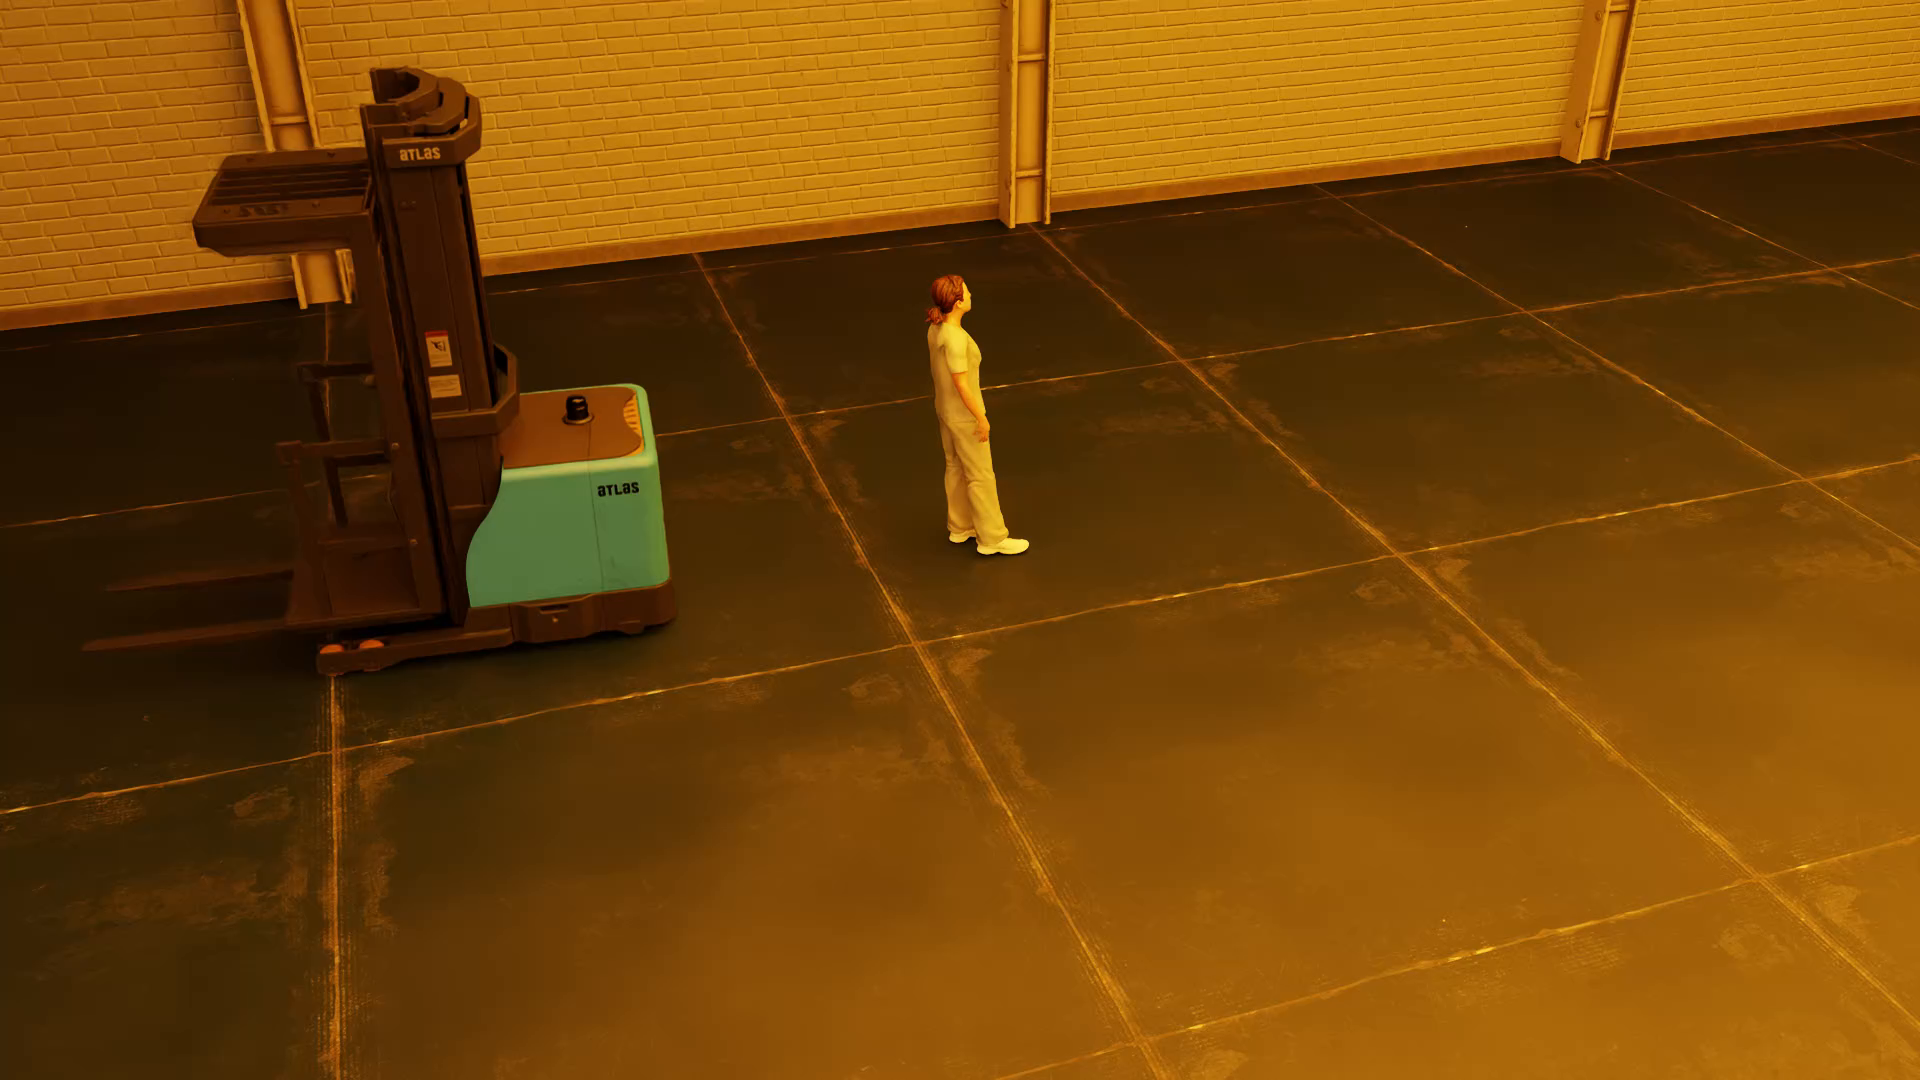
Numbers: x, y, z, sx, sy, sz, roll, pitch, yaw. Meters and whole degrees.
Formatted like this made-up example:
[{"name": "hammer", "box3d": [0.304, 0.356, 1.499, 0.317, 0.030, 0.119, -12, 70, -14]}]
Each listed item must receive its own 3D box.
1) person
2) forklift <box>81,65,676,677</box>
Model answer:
[{"name": "person", "box3d": [0.074, -0.733, 9.616, 0.549, 1.665, 0.549, -10, 31, -16]}, {"name": "forklift", "box3d": [-3.141, -0.840, 8.546, 3.031, 2.935, 1.130, -7, 31, -11]}]
